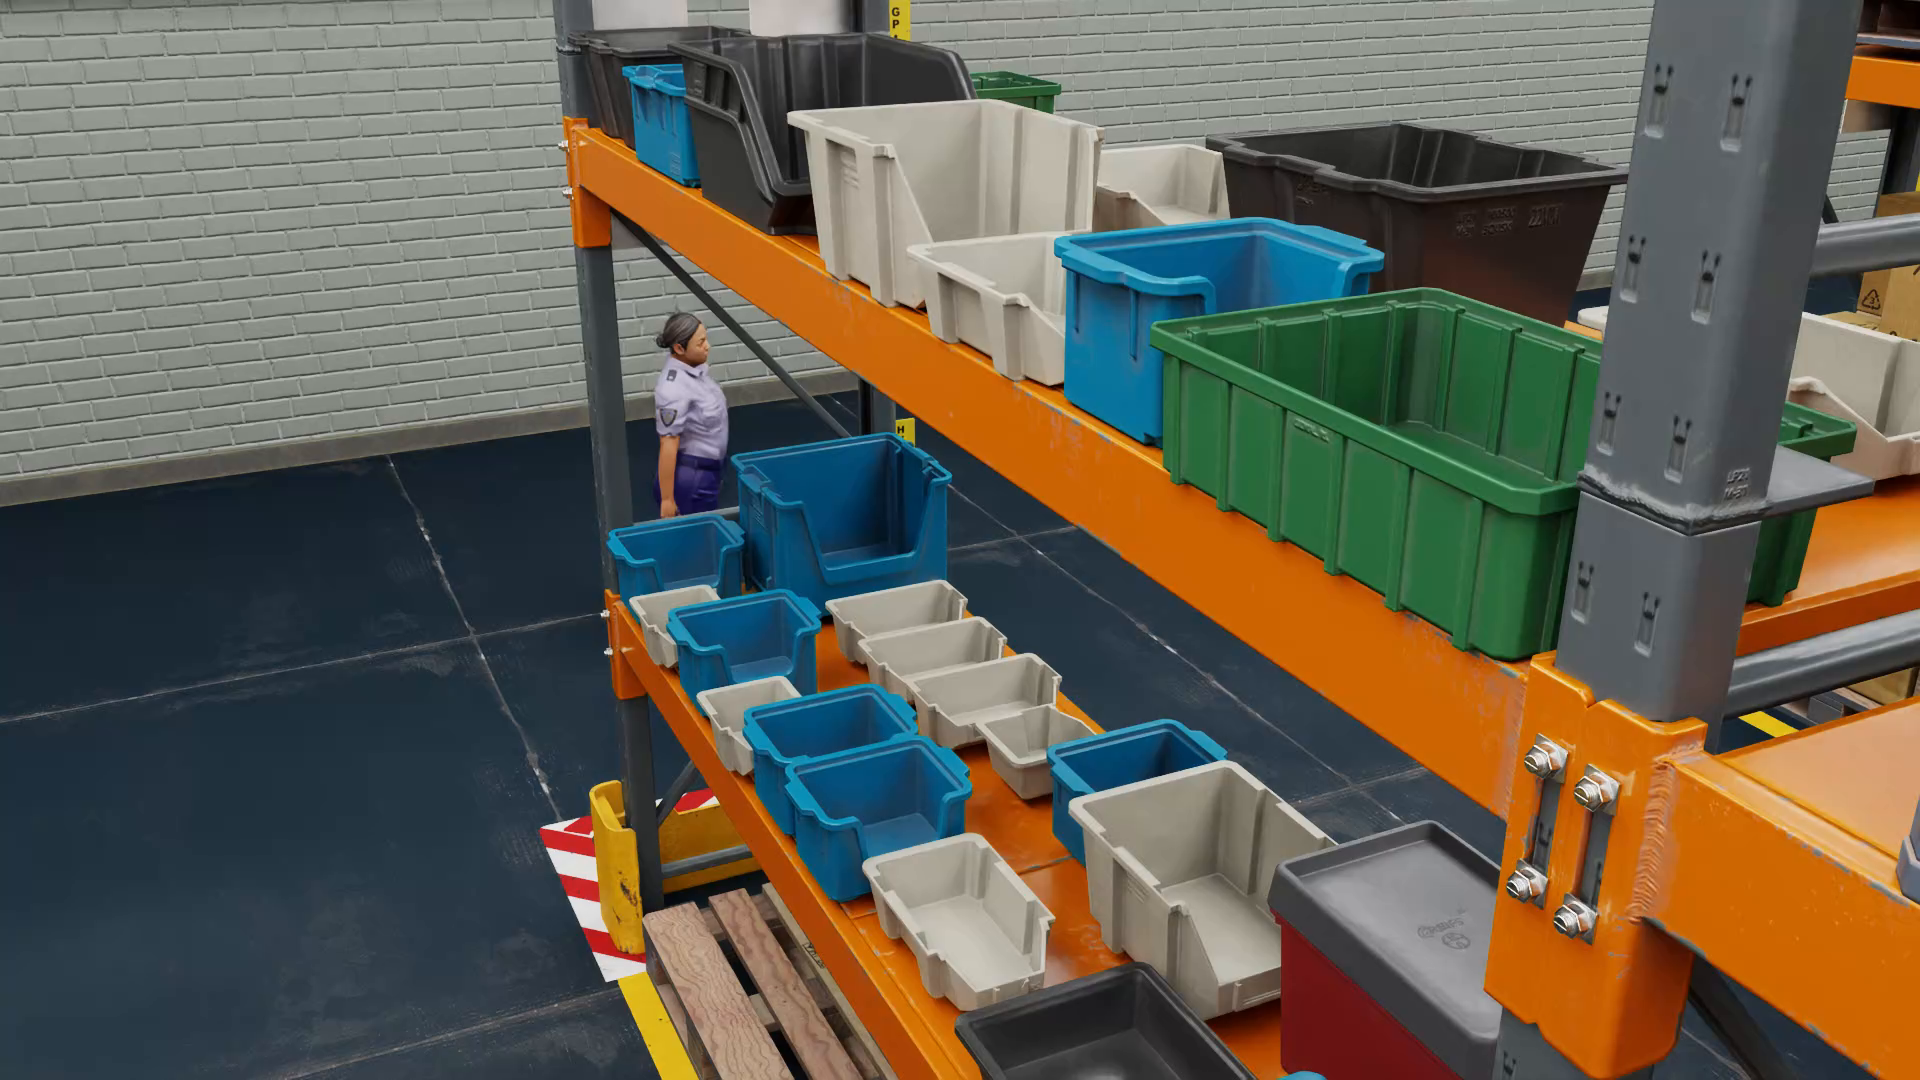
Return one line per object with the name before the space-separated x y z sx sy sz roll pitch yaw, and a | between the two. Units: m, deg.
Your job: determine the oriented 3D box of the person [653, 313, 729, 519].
person | -1.327 -0.302 7.849 0.513 1.635 0.692 -1 22 -3
